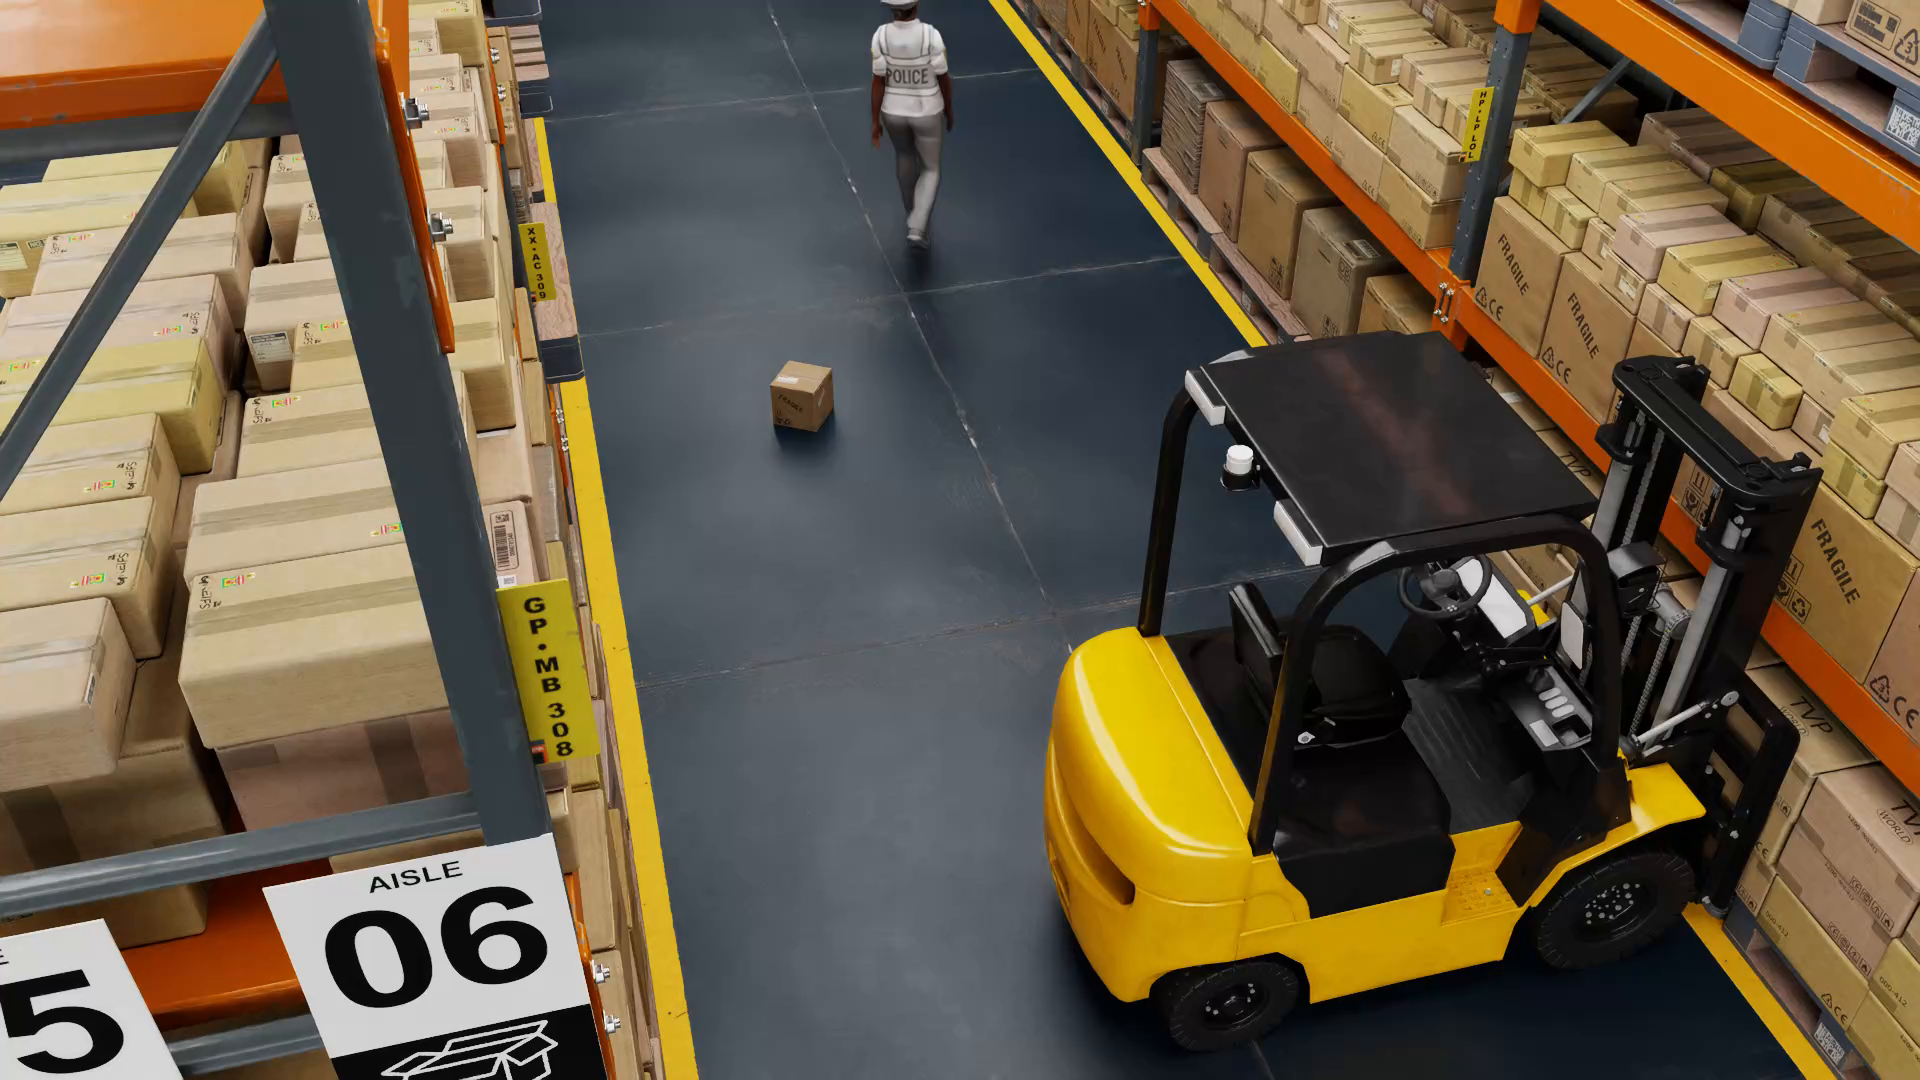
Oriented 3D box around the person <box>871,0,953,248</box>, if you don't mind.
[{"bbox_3d":[-0.284,-2.556,9.905,0.460,1.649,0.903,7,39,8],"label":"person"}]
